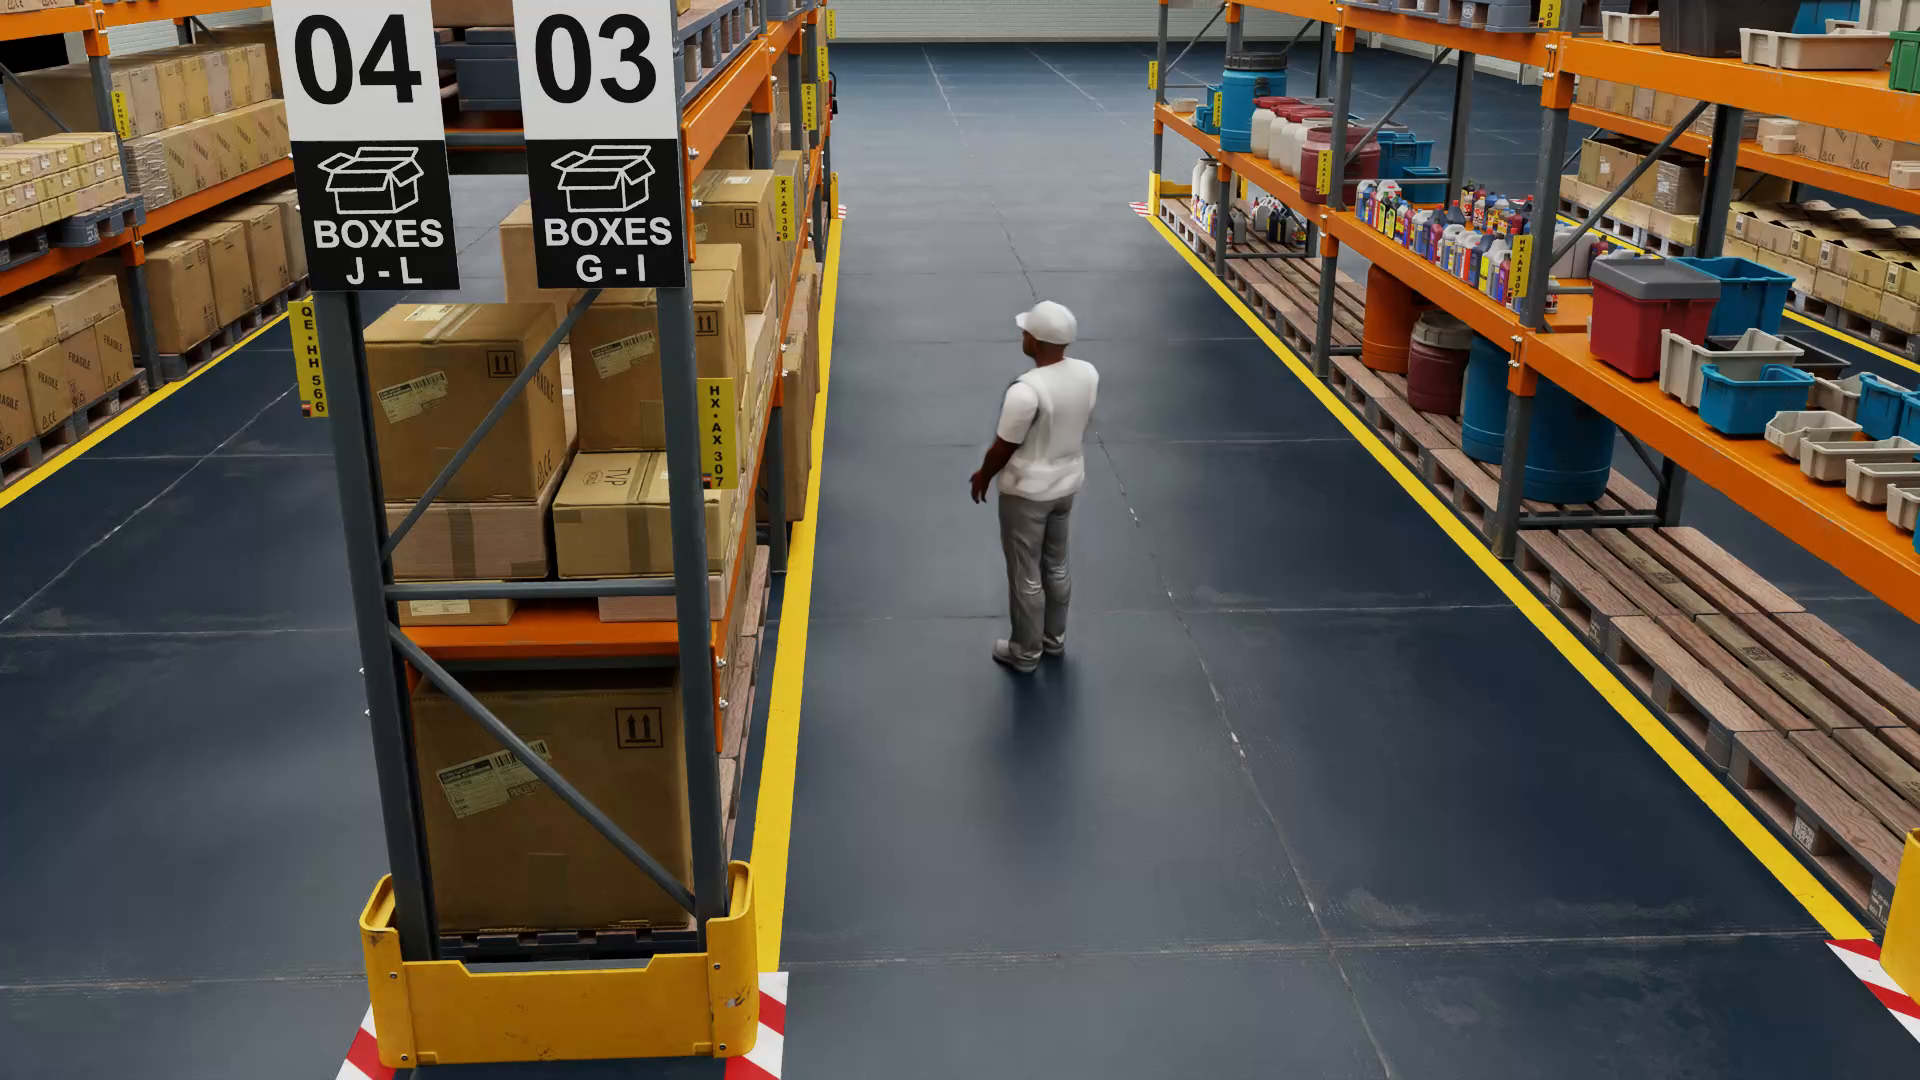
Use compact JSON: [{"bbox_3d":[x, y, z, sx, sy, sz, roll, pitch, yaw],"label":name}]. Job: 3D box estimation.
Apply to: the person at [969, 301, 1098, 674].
[{"bbox_3d":[0.338,-0.254,7.701,0.509,1.775,0.597,18,27,39],"label":"person"}]
